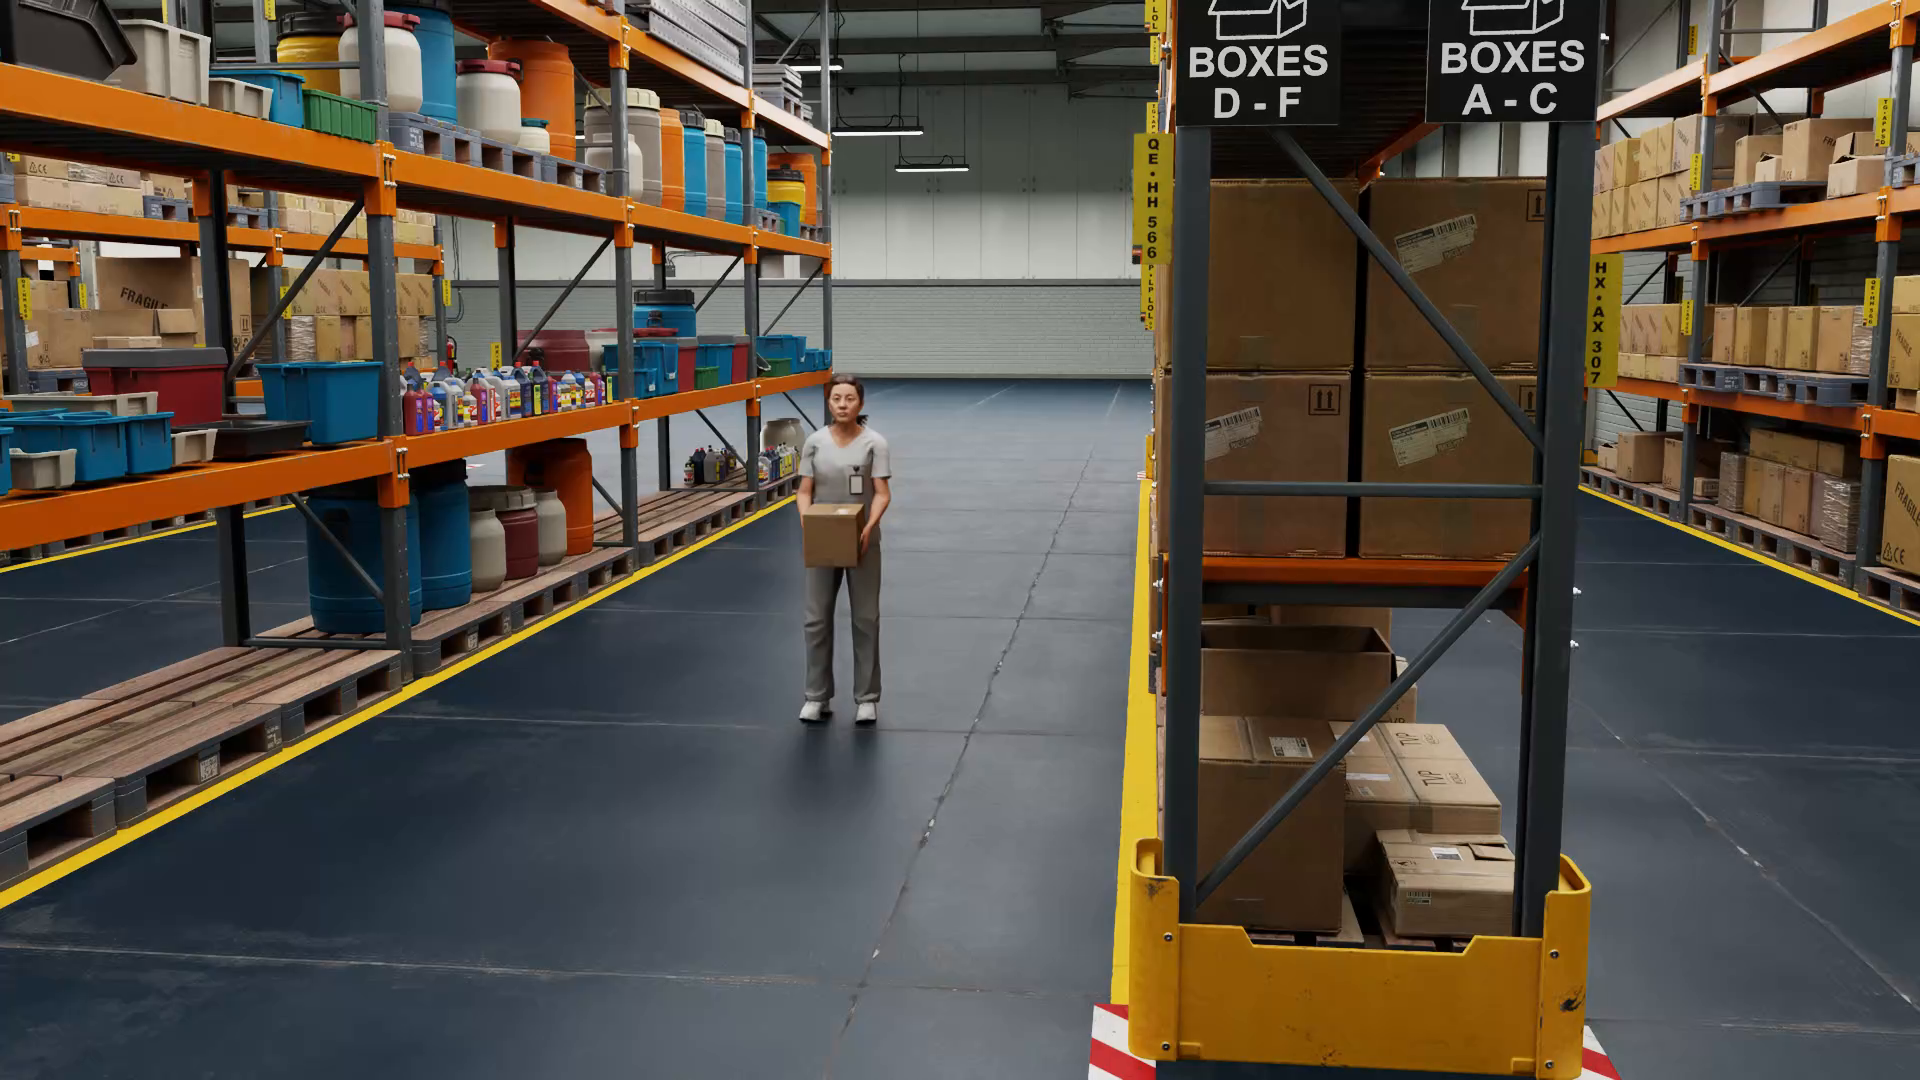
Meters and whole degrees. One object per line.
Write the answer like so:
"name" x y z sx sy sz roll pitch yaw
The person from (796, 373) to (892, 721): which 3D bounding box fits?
"person" -0.563 0.040 8.005 0.463 1.674 0.490 1 8 6
